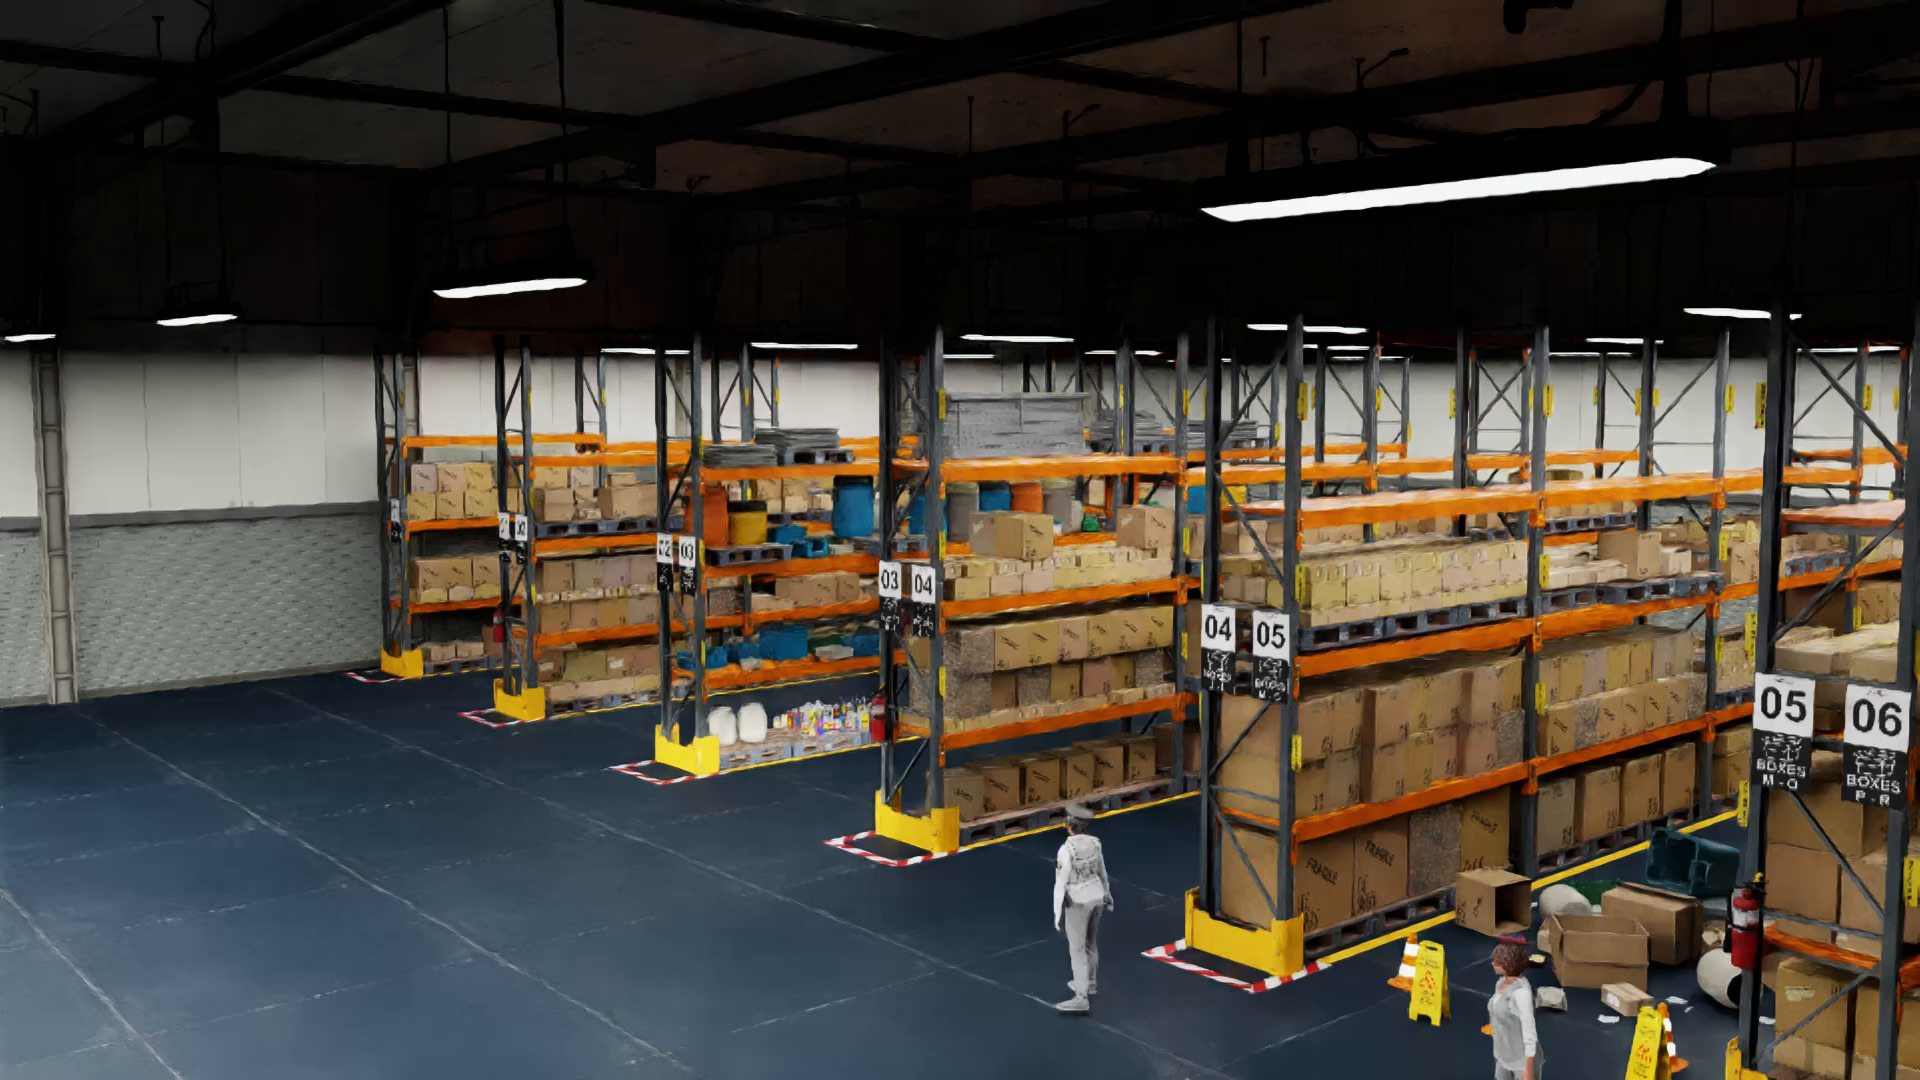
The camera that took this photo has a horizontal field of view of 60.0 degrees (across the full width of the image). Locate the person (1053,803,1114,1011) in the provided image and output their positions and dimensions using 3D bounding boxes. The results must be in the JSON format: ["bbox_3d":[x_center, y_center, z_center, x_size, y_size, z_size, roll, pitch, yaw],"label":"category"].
[{"bbox_3d":[1.009,3.047,13.954,0.657,1.675,0.489,-5,7,-42],"label":"person"}]

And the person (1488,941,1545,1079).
[{"bbox_3d":[3.703,3.399,10.812,0.510,1.585,0.462,0,5,-2],"label":"person"}]
